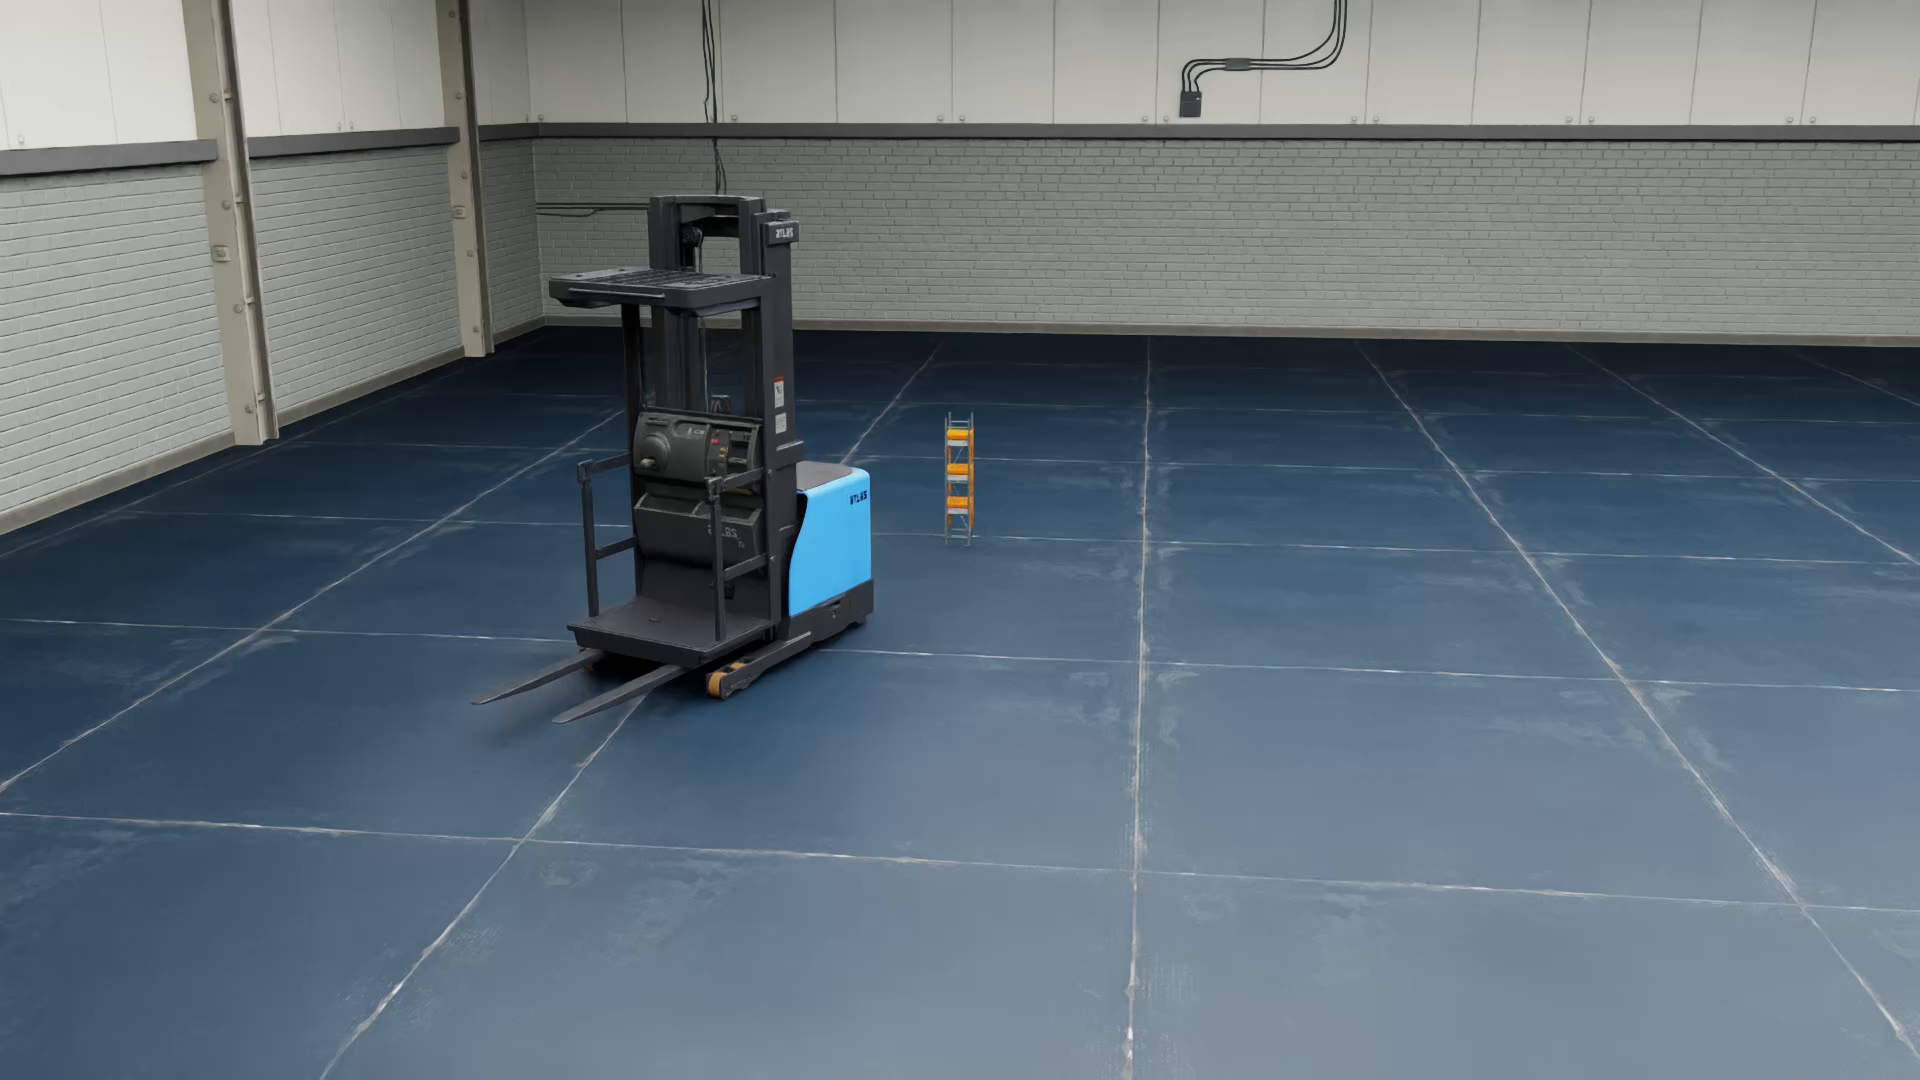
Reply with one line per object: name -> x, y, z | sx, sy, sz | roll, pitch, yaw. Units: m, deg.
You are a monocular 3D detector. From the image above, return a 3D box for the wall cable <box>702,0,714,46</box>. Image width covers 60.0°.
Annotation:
wall cable -> -2.400, -8.526, 24.227 | 3.097, 2.526, 0.112 | 2, 15, 6

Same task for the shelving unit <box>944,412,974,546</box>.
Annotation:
shelving unit -> -0.006, -0.493, 13.474 | 0.215, 1.050, 0.252 | 2, 15, 6

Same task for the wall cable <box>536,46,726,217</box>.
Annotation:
wall cable -> -5.088, -6.168, 25.181 | 3.097, 2.526, 0.112 | 2, 15, 6

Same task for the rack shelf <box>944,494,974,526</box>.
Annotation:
rack shelf -> -0.006, -0.214, 13.549 | 0.215, 0.259, 0.240 | 2, 15, 6

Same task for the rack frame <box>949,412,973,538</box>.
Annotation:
rack frame -> 0.008, -0.525, 13.591 | 0.200, 1.050, 0.008 | 2, 15, 6

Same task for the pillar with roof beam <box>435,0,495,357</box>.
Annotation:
pillar with roof beam -> -2.457, -6.815, 21.625 | 9.100, 9.000, 0.400 | 2, 15, 6

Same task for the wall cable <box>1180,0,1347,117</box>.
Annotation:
wall cable -> 4.343, -9.025, 23.282 | 2.305, 6.003, 0.169 | 2, 15, 6

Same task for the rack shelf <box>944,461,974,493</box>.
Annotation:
rack shelf -> -0.006, -0.483, 13.476 | 0.215, 0.259, 0.240 | 2, 15, 6

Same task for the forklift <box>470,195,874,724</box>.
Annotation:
forklift -> -1.751, -0.585, 10.209 | 1.130, 2.935, 3.031 | 8, 17, 28

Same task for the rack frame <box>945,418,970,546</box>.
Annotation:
rack frame -> -0.020, -0.461, 13.357 | 0.200, 1.050, 0.008 | 2, 15, 6

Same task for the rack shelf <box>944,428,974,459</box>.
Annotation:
rack shelf -> -0.006, -0.757, 13.402 | 0.215, 0.259, 0.240 | 2, 15, 6

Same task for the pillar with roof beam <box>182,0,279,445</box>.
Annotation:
pillar with roof beam -> -3.134, -5.259, 15.870 | 9.100, 9.000, 0.400 | 2, 15, 6
